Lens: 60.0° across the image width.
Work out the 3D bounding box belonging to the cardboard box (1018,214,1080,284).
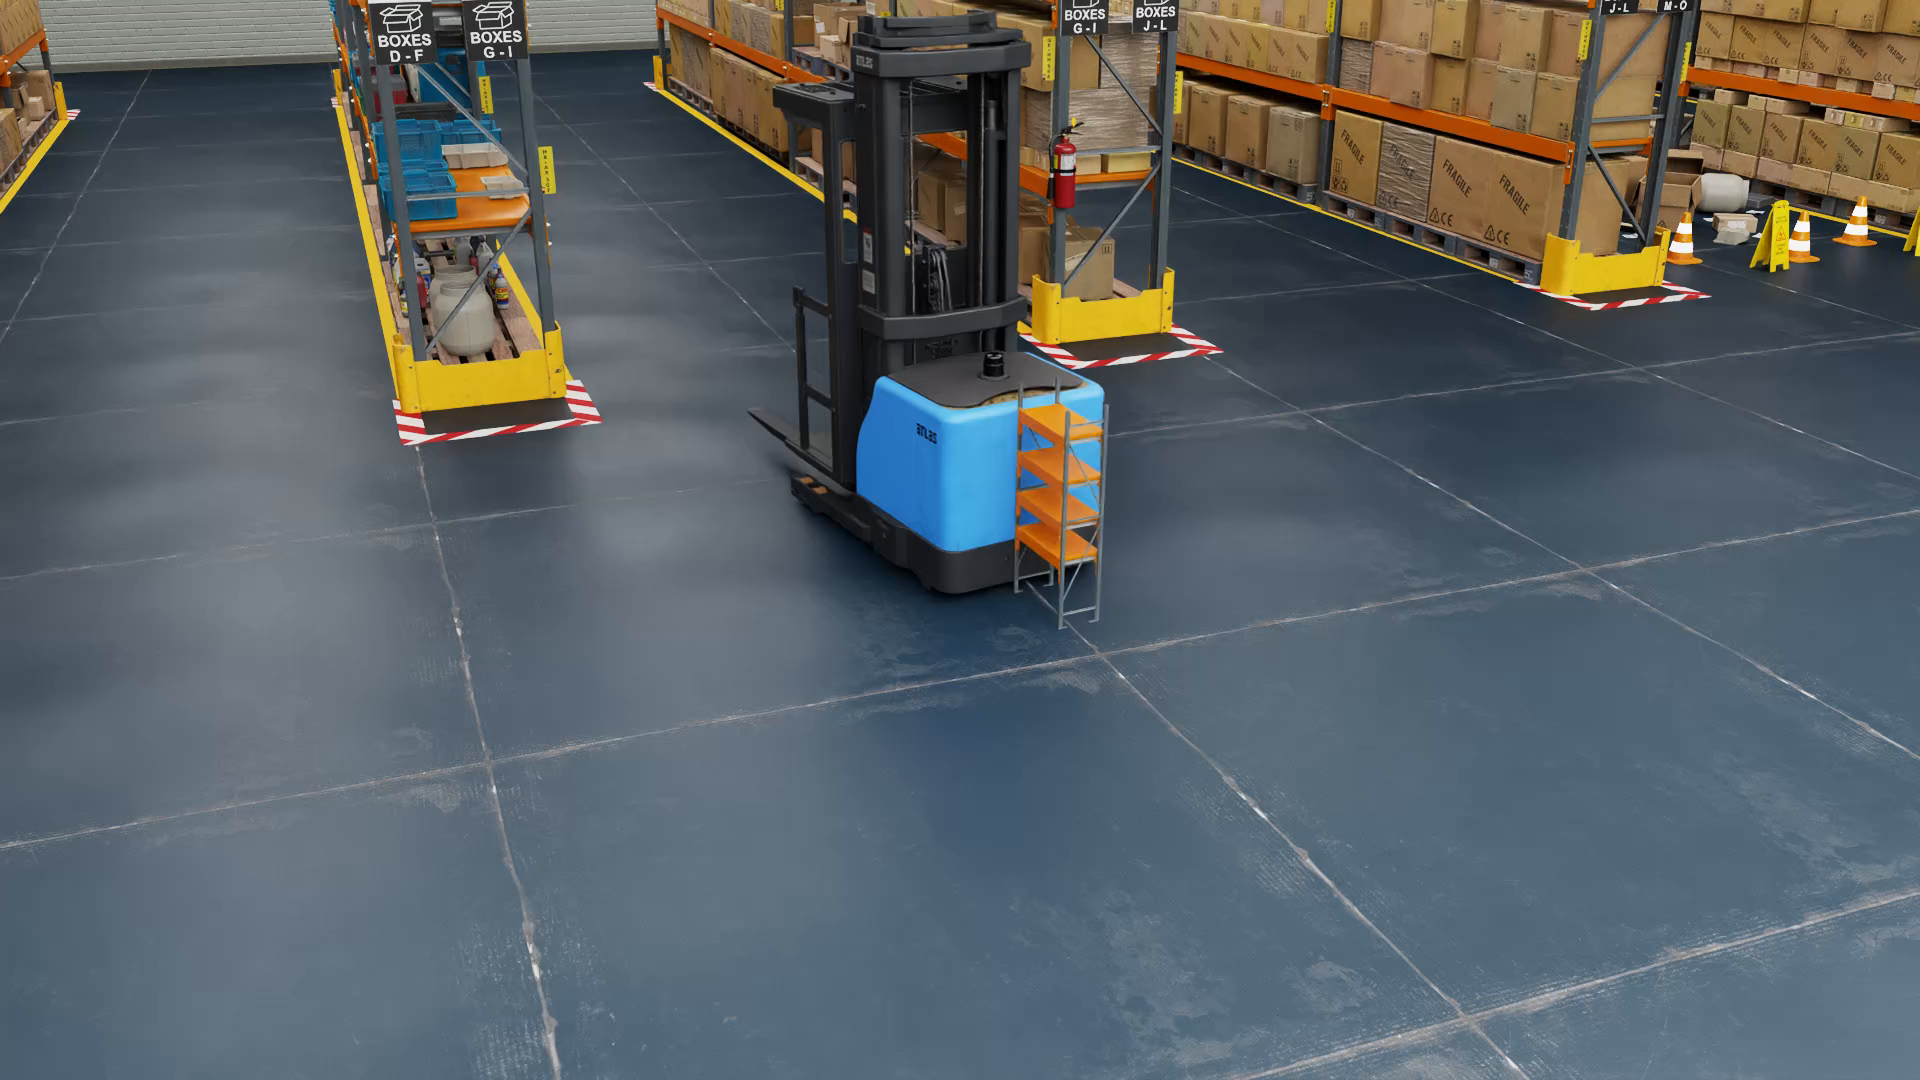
[{"bbox_3d":[0.760,-2.564,14.648,0.500,0.500,0.500,-2,23,-5],"label":"cardboard box"}]

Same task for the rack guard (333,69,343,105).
[{"bbox_3d":[-9.098,-7.070,25.879,1.175,0.500,0.348,-8,24,-19],"label":"rack guard"}]

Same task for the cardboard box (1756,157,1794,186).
[{"bbox_3d":[9.411,-4.184,18.814,0.500,0.250,0.500,-9,24,-20],"label":"cardboard box"}]

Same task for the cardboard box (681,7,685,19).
[{"bbox_3d":[-3.989,-7.950,25.074,0.380,0.149,0.250,-8,24,-18],"label":"cardboard box"}]

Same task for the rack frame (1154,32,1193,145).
[{"bbox_3d":[3.058,-6.631,21.621,1.000,3.000,0.127,-8,24,-19],"label":"rack frame"}]

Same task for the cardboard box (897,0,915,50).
[{"bbox_3d":[-0.284,-4.979,15.903,0.500,0.500,0.500,-8,24,-19],"label":"cardboard box"}]

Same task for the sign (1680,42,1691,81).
[{"bbox_3d":[6.405,-4.234,14.716,0.100,0.325,0.005,-8,24,-19],"label":"sign"}]

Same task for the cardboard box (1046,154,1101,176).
[{"bbox_3d":[0.914,-3.040,13.424,0.380,0.149,0.250,-8,24,-19],"label":"cardboard box"}]

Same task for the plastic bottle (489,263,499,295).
[{"bbox_3d":[-3.931,-2.209,14.075,0.097,0.271,0.097,0,23,0],"label":"plastic bottle"}]

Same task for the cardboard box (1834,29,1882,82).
[{"bbox_3d":[9.684,-5.148,17.589,0.500,0.500,0.500,-8,24,-19],"label":"cardboard box"}]

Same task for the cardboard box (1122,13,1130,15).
[{"bbox_3d":[2.367,-6.915,22.078,0.380,0.149,0.250,-8,24,-19],"label":"cardboard box"}]

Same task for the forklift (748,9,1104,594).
[{"bbox_3d":[-0.386,-1.591,9.751,1.130,2.935,3.031,-13,26,-28],"label":"forklift"}]

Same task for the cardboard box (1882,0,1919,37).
[{"bbox_3d":[9.923,-5.425,16.959,0.700,0.500,0.500,-8,24,-18],"label":"cardboard box"}]

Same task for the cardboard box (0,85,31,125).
[{"bbox_3d":[-12.969,-5.817,22.337,0.797,0.503,0.637,-8,24,-19],"label":"cardboard box"}]

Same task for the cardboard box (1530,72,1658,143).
[{"bbox_3d":[5.710,-3.922,15.000,0.875,0.550,0.550,-8,24,-19],"label":"cardboard box"}]

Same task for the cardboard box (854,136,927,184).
[{"bbox_3d":[-0.751,-4.190,18.481,0.700,0.500,0.500,-11,25,-24],"label":"cardboard box"}]

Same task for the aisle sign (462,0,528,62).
[{"bbox_3d":[-3.126,-3.613,11.113,0.394,0.787,0.004,-8,24,-19],"label":"aisle sign"}]

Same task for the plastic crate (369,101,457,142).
[{"bbox_3d":[-4.773,-3.618,14.552,0.767,0.338,0.504,-8,24,-19],"label":"plastic crate"}]

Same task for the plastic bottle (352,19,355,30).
[{"bbox_3d":[-7.829,-6.551,21.495,0.144,0.351,0.185,-8,24,-19],"label":"plastic bottle"}]

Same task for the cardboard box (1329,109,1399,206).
[{"bbox_3d":[4.628,-4.154,17.939,0.875,0.875,0.875,-8,24,-18],"label":"cardboard box"}]

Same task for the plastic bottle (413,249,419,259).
[{"bbox_3d":[-4.777,-2.413,14.560,0.097,0.271,0.097,0,23,0],"label":"plastic bottle"}]

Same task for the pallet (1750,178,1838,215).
[{"bbox_3d":[9.771,-3.925,18.792,1.003,0.211,1.213,-8,24,-19],"label":"pallet"}]

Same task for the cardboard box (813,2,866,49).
[{"bbox_3d":[-1.390,-6.036,19.540,0.500,0.500,0.500,-12,25,-25],"label":"cardboard box"}]

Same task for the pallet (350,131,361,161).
[{"bbox_3d":[-7.431,-5.190,21.792,1.003,0.211,1.213,-8,24,-19],"label":"pallet"}]

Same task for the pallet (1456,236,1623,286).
[{"bbox_3d":[5.528,-2.719,15.930,1.003,0.211,1.213,-8,24,-19],"label":"pallet"}]

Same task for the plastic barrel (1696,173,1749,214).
[{"bbox_3d":[8.333,-3.796,18.211,0.512,0.421,0.421,8,24,18],"label":"plastic barrel"}]

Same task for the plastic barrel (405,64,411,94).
[{"bbox_3d":[-5.540,-4.862,17.279,0.421,0.512,0.421,0,23,0],"label":"plastic barrel"}]

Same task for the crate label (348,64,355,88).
[{"bbox_3d":[-6.454,-5.026,18.028,0.303,0.233,0.416,-8,24,-19],"label":"crate label"}]

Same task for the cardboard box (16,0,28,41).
[{"bbox_3d":[-12.765,-6.904,22.139,0.500,0.500,0.500,-9,24,-20],"label":"cardboard box"}]

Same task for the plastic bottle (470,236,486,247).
[{"bbox_3d":[-4.341,-2.642,15.000,0.144,0.351,0.185,-9,24,-20],"label":"plastic bottle"}]

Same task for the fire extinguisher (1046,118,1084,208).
[{"bbox_3d":[0.817,-2.940,12.963,0.296,0.674,0.183,-8,24,-19],"label":"fire extinguisher"}]

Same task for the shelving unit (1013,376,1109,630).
[{"bbox_3d":[0.515,-0.193,8.650,0.258,1.200,0.503,-11,26,-24],"label":"shelving unit"}]

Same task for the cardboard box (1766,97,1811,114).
[{"bbox_3d":[9.291,-4.875,18.654,0.380,0.149,0.250,-7,24,-16],"label":"cardboard box"}]

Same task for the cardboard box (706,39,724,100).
[{"bbox_3d":[-3.189,-6.906,24.468,0.875,0.875,0.875,-8,24,-19],"label":"cardboard box"}]

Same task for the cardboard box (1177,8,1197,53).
[{"bbox_3d":[2.964,-6.477,21.126,0.500,0.500,0.500,-8,24,-18],"label":"cardboard box"}]

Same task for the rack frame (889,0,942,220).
[{"bbox_3d":[-0.205,-4.534,16.645,1.000,3.000,0.127,-8,24,-19],"label":"rack frame"}]

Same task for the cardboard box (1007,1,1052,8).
[{"bbox_3d":[0.738,-4.507,14.781,0.500,0.500,0.500,-8,24,-19],"label":"cardboard box"}]

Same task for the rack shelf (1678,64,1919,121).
[{"bbox_3d":[9.773,-4.835,18.286,1.077,0.370,4.000,-8,24,-19],"label":"rack shelf"}]

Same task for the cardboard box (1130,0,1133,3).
[{"bbox_3d":[2.456,-7.098,21.746,0.380,0.149,0.250,-9,25,-21],"label":"cardboard box"}]

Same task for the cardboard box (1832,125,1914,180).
[{"bbox_3d":[9.765,-4.157,17.784,0.500,0.500,0.500,-7,24,-17],"label":"cardboard box"}]

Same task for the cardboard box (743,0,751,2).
[{"bbox_3d":[-2.566,-7.467,22.184,0.797,0.503,0.637,-8,24,-18],"label":"cardboard box"}]

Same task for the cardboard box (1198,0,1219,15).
[{"bbox_3d":[3.387,-6.790,20.581,0.700,0.500,0.500,-9,24,-20],"label":"cardboard box"}]

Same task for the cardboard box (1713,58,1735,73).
[{"bbox_3d":[9.015,-5.535,19.343,0.380,0.149,0.250,-8,24,-17],"label":"cardboard box"}]

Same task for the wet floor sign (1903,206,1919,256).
[{"bbox_3d":[9.545,-3.139,16.368,0.267,0.644,0.232,0,23,-1],"label":"wet floor sign"}]

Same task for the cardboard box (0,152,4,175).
[{"bbox_3d":[-11.332,-4.446,19.089,0.500,0.500,0.500,-9,25,-21],"label":"cardboard box"}]

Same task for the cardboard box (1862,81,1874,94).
[{"bbox_3d":[9.805,-4.806,17.613,0.380,0.149,0.250,-8,24,-18],"label":"cardboard box"}]

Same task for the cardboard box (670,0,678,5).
[{"bbox_3d":[-4.163,-8.380,25.579,0.500,0.250,0.500,-9,25,-21],"label":"cardboard box"}]

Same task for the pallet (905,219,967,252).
[{"bbox_3d":[0.065,-3.010,16.619,1.003,0.211,1.213,-8,24,-19],"label":"pallet"}]

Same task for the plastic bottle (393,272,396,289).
[{"bbox_3d":[-4.797,-2.243,14.245,0.097,0.201,0.097,0,23,0],"label":"plastic bottle"}]

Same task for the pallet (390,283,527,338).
[{"bbox_3d":[-4.206,-1.876,13.928,1.003,0.211,1.213,-8,24,-19],"label":"pallet"}]

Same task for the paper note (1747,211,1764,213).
[{"bbox_3d":[8.743,-3.611,18.277,0.142,0.019,0.148,-18,29,-37],"label":"paper note"}]

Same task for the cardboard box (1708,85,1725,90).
[{"bbox_3d":[11.945,-7.195,25.637,0.500,0.500,0.500,-8,24,-17],"label":"cardboard box"}]
